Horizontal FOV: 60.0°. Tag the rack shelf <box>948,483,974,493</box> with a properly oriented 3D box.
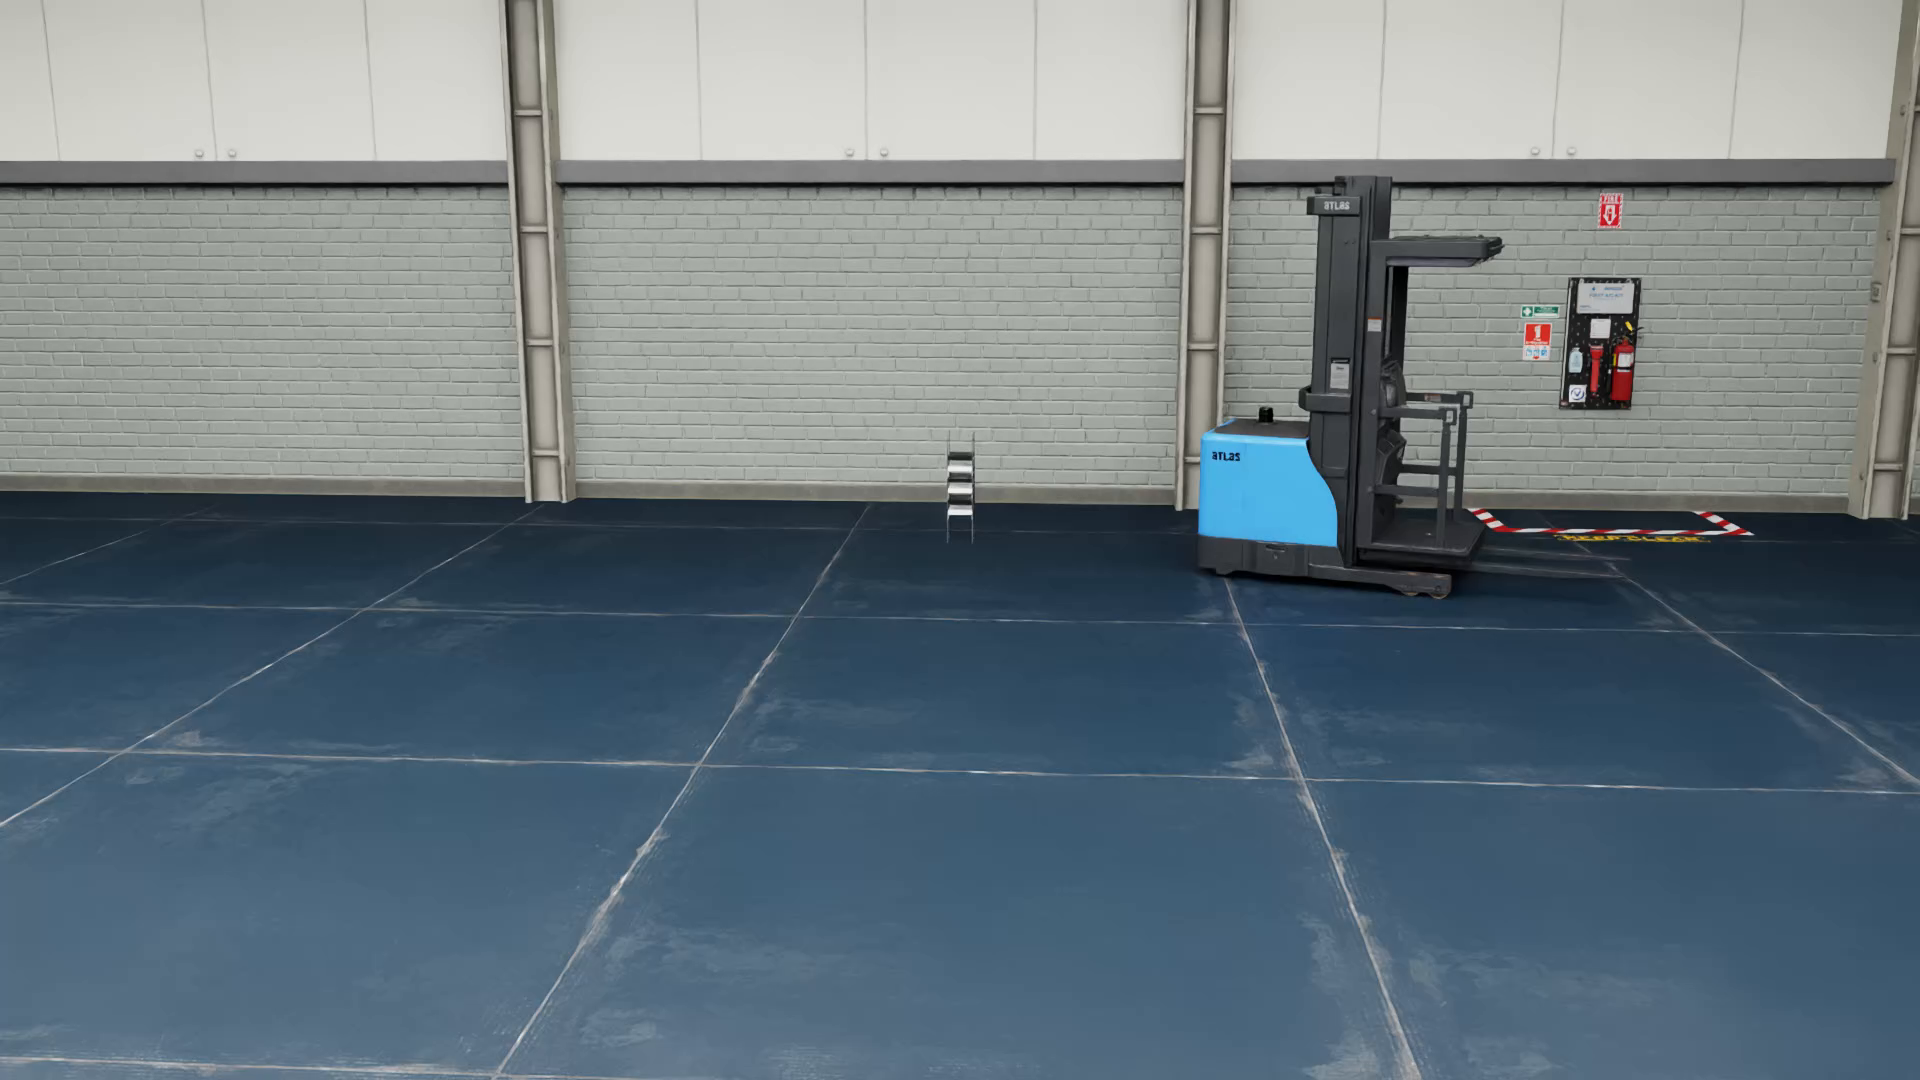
[{"bbox_3d":[0.008,-0.408,13.682,0.200,0.077,0.258,1,12,4],"label":"rack shelf"}]

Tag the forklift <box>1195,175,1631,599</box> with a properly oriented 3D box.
[{"bbox_3d":[3.339,-1.143,12.072,3.031,2.935,1.130,5,13,23],"label":"forklift"}]

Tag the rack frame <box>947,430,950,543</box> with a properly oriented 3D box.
[{"bbox_3d":[-0.093,-0.442,13.682,0.006,0.900,0.240,1,12,4],"label":"rack frame"}]

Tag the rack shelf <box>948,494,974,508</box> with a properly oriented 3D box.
[{"bbox_3d":[0.008,-0.320,13.701,0.200,0.077,0.258,1,12,4],"label":"rack shelf"}]

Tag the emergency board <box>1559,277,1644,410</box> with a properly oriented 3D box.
[{"bbox_3d":[5.685,-1.722,14.674,0.643,1.169,0.194,1,12,4],"label":"emergency board"}]

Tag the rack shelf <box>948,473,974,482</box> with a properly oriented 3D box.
[{"bbox_3d":[0.008,-0.496,13.664,0.200,0.077,0.258,1,12,4],"label":"rack shelf"}]

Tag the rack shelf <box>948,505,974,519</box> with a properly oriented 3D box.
[{"bbox_3d":[0.008,-0.232,13.719,0.200,0.077,0.258,1,12,4],"label":"rack shelf"}]

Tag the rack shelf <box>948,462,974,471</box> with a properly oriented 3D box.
[{"bbox_3d":[0.008,-0.584,13.645,0.200,0.077,0.258,1,12,4],"label":"rack shelf"}]

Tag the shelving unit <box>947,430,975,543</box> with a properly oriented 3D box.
[{"bbox_3d":[0.008,-0.440,13.675,0.210,0.900,0.258,1,12,4],"label":"shelving unit"}]

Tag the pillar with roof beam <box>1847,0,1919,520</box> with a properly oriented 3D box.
[{"bbox_3d":[7.860,-3.737,9.656,0.400,9.000,9.100,1,12,4],"label":"pillar with roof beam"}]

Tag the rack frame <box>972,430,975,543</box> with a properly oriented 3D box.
[{"bbox_3d":[0.110,-0.439,13.669,0.006,0.900,0.240,1,12,4],"label":"rack frame"}]

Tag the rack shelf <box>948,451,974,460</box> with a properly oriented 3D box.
[{"bbox_3d":[0.008,-0.672,13.627,0.200,0.077,0.258,1,12,4],"label":"rack shelf"}]

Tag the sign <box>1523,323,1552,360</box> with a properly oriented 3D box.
[{"bbox_3d":[5.140,-1.768,14.807,0.234,0.329,0.001,1,12,4],"label":"sign"}]

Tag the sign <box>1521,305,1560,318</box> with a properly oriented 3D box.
[{"bbox_3d":[5.144,-2.026,14.744,0.331,0.109,0.001,1,12,4],"label":"sign"}]

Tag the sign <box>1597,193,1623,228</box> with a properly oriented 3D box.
[{"bbox_3d":[5.684,-2.877,14.534,0.199,0.298,0.001,1,12,4],"label":"sign"}]

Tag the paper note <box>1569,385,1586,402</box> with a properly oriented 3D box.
[{"bbox_3d":[5.513,-1.307,14.843,0.142,0.148,0.016,1,12,4],"label":"paper note"}]

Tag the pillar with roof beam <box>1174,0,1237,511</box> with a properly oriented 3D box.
[{"bbox_3d":[1.874,-3.819,10.049,0.400,9.000,9.100,1,12,4],"label":"pillar with roof beam"}]

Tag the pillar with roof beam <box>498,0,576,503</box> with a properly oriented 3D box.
[{"bbox_3d":[-4.113,-3.901,10.441,0.400,9.000,9.100,1,12,4],"label":"pillar with roof beam"}]
